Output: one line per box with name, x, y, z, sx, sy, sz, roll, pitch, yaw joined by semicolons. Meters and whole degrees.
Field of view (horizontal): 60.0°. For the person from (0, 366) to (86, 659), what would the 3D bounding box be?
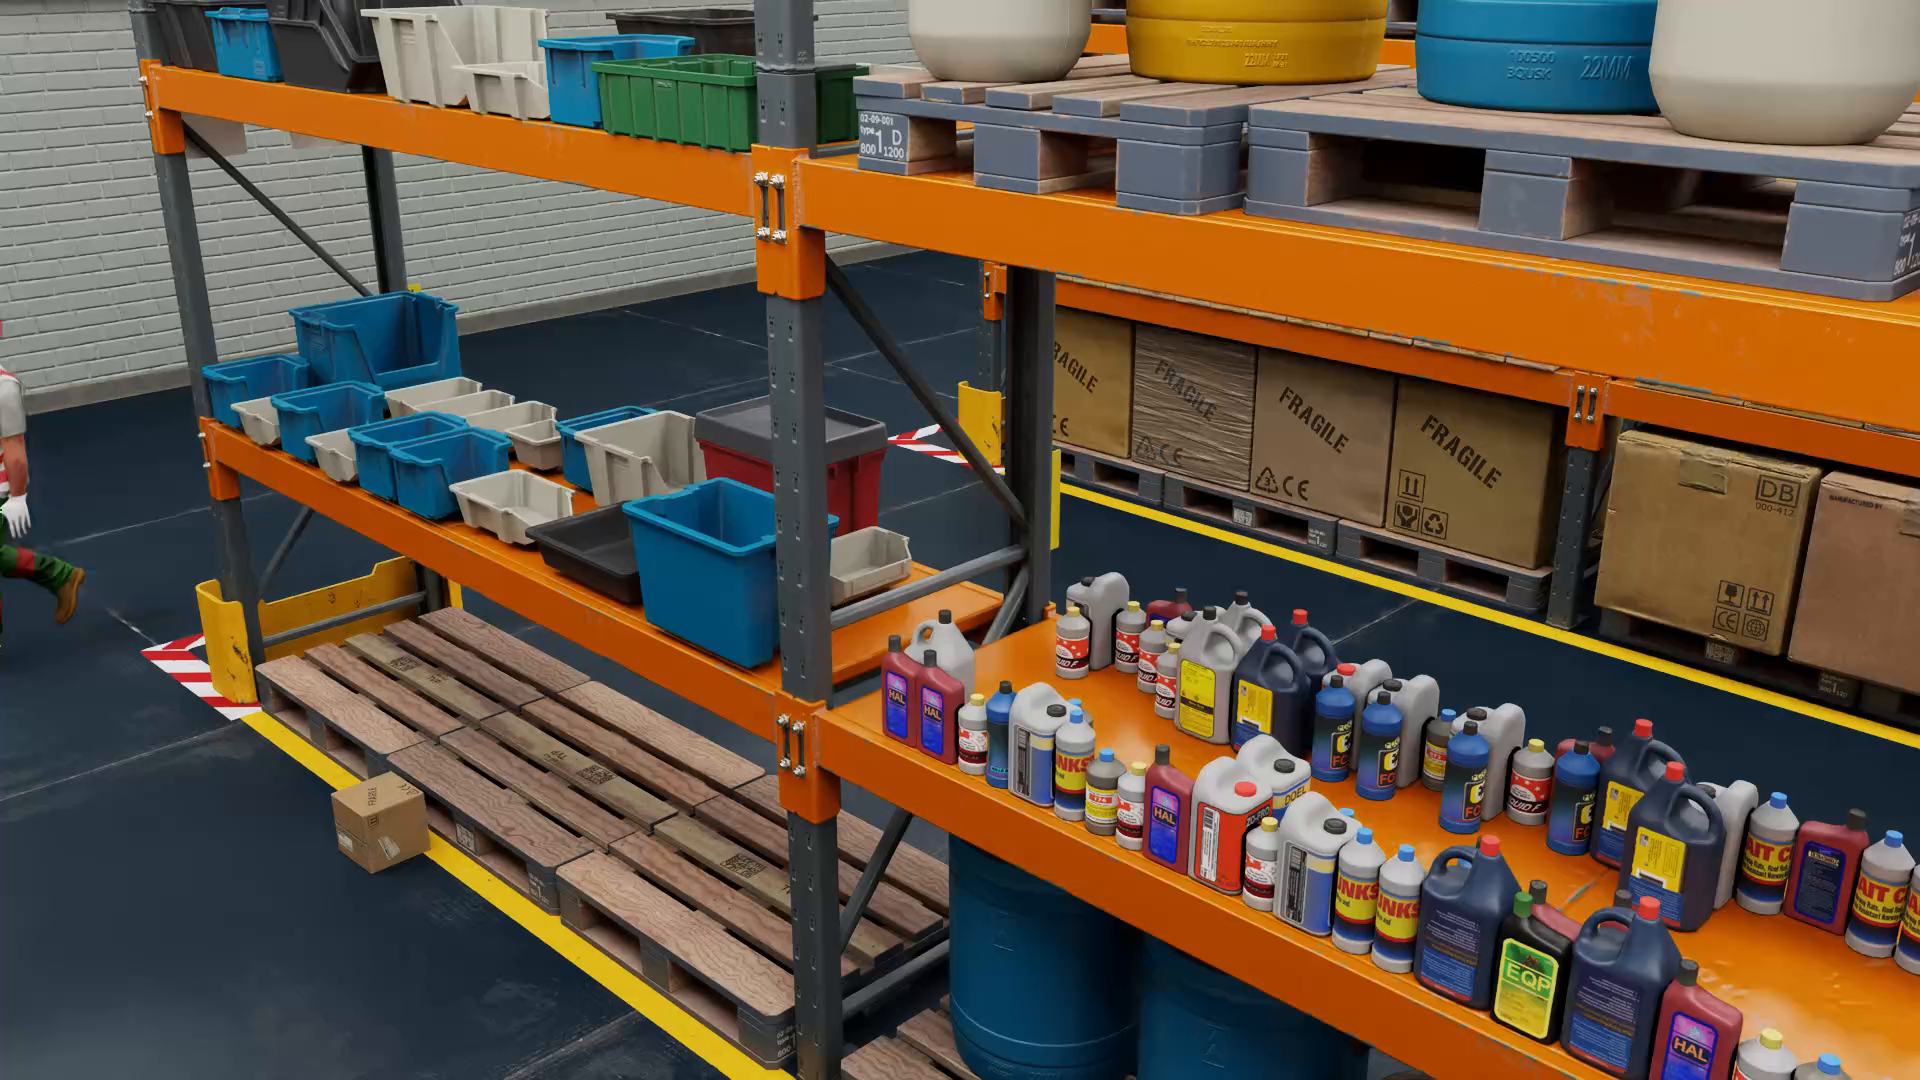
person;-4.476;-0.253;7.717;0.561;1.755;0.791;14;25;34
